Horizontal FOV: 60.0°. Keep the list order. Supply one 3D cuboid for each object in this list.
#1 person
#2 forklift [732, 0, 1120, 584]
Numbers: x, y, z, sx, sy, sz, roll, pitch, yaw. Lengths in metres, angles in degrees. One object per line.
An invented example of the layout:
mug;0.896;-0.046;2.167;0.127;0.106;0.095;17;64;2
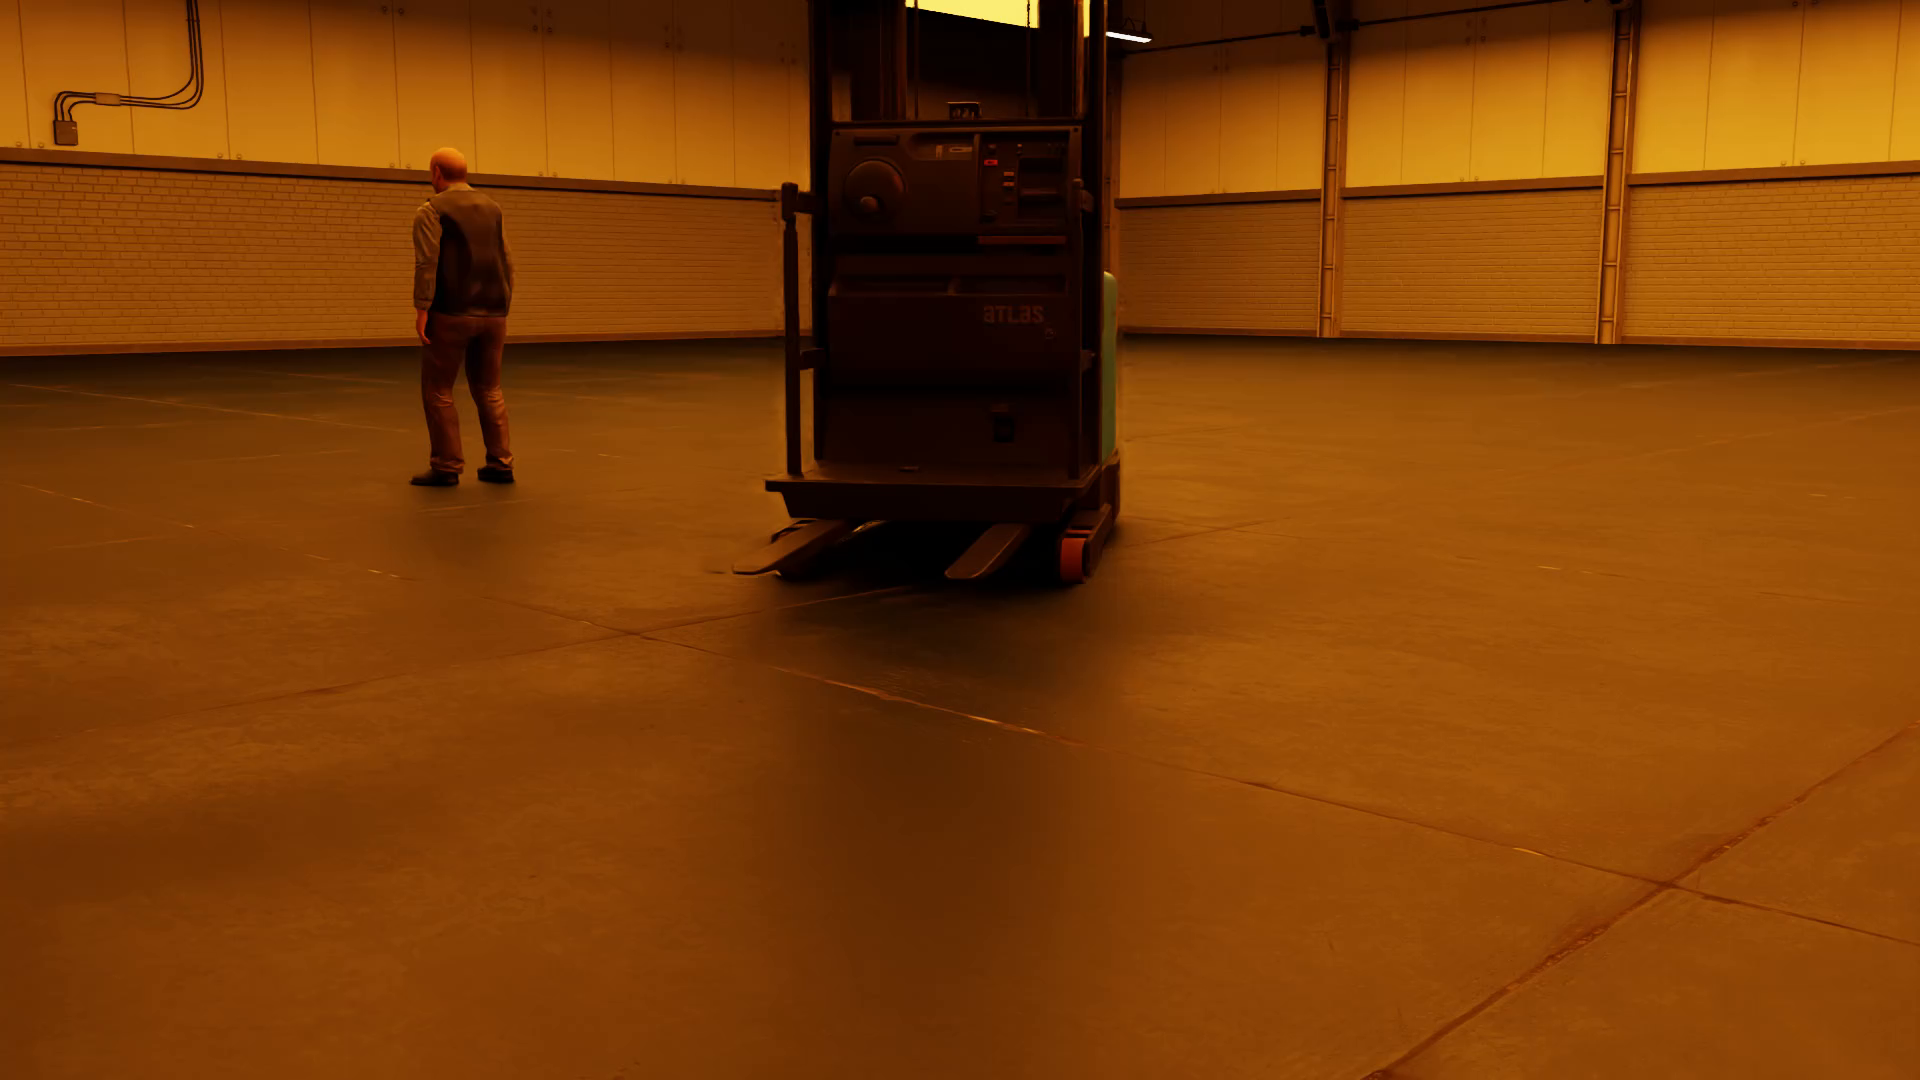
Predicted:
person;-2.568;-1.147;8.593;0.446;1.725;0.588;7;11;39
forklift;-0.054;-1.354;5.865;1.130;2.935;3.031;1;9;9
